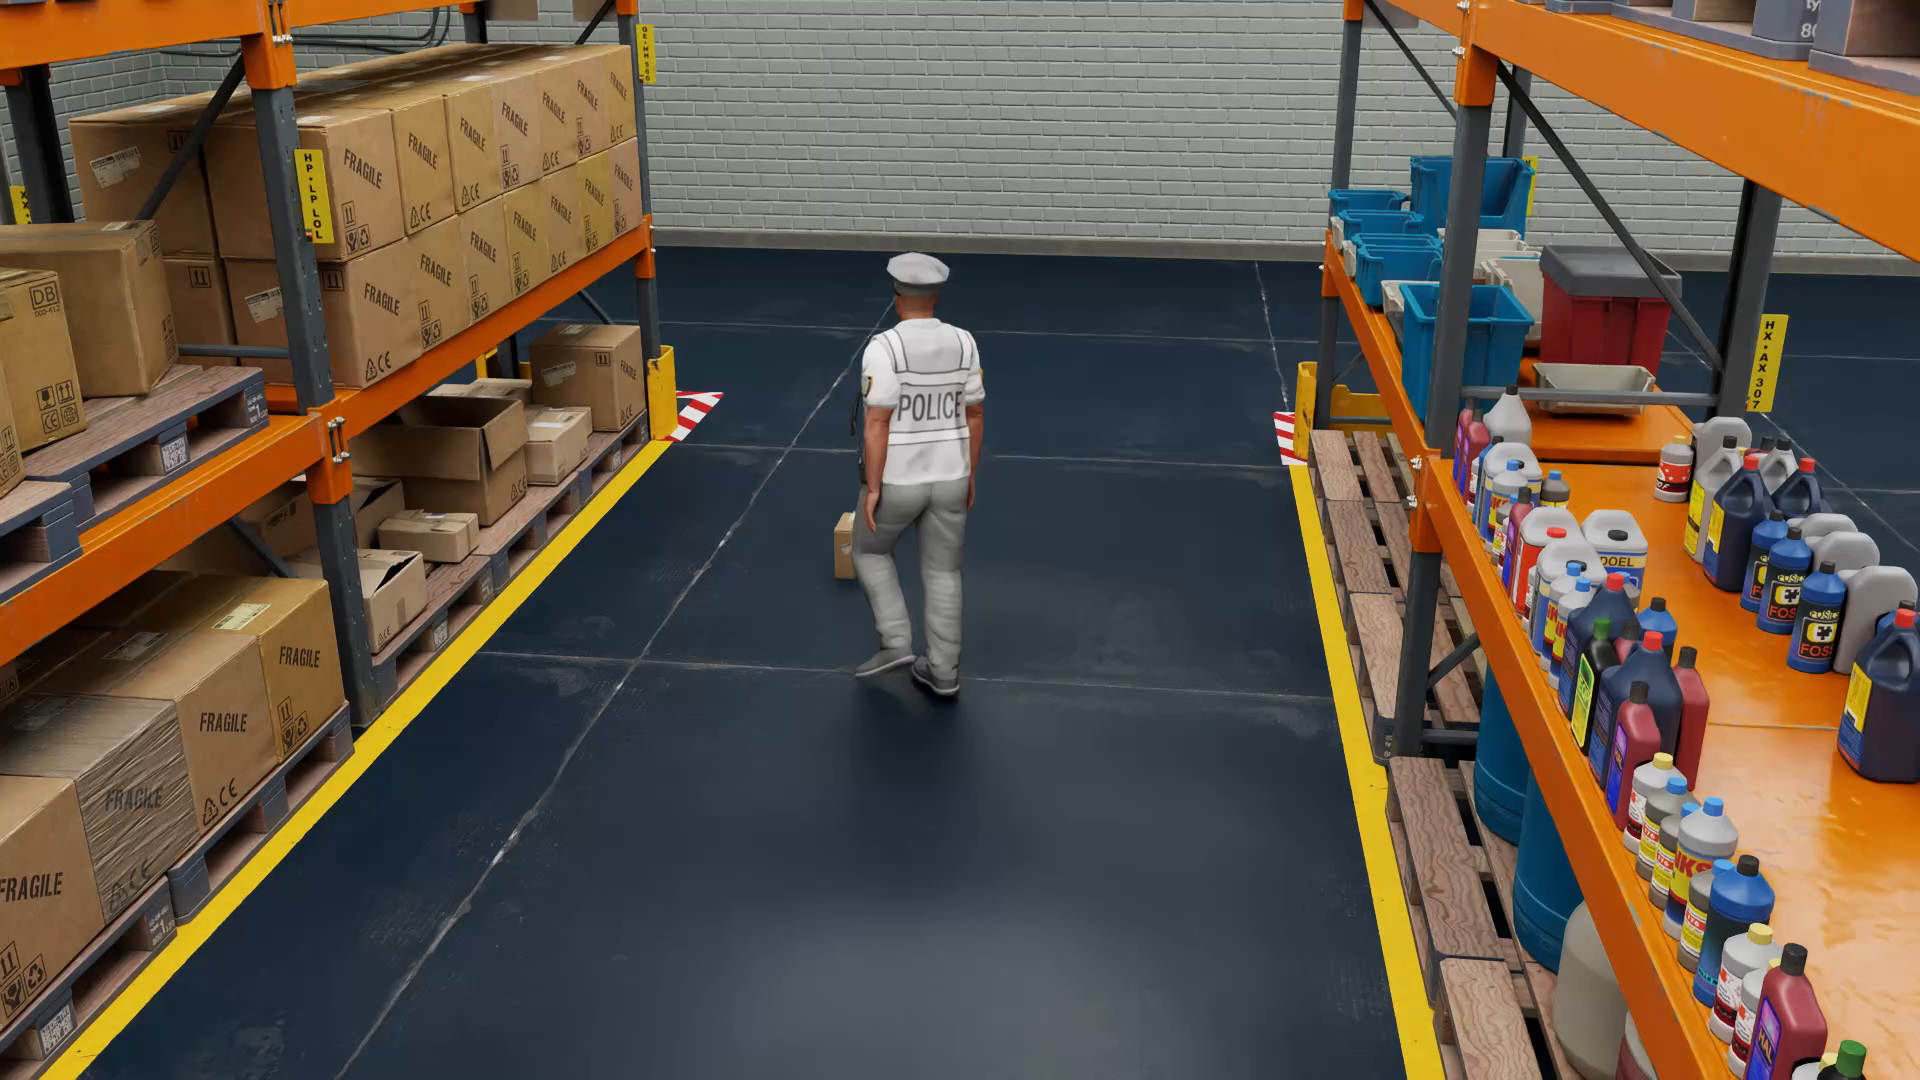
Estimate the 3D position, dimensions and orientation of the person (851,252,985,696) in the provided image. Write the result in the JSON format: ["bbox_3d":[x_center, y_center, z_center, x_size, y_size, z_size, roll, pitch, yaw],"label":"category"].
[{"bbox_3d":[-0.156,-0.242,6.660,0.571,1.758,0.518,-9,23,-23],"label":"person"}]
